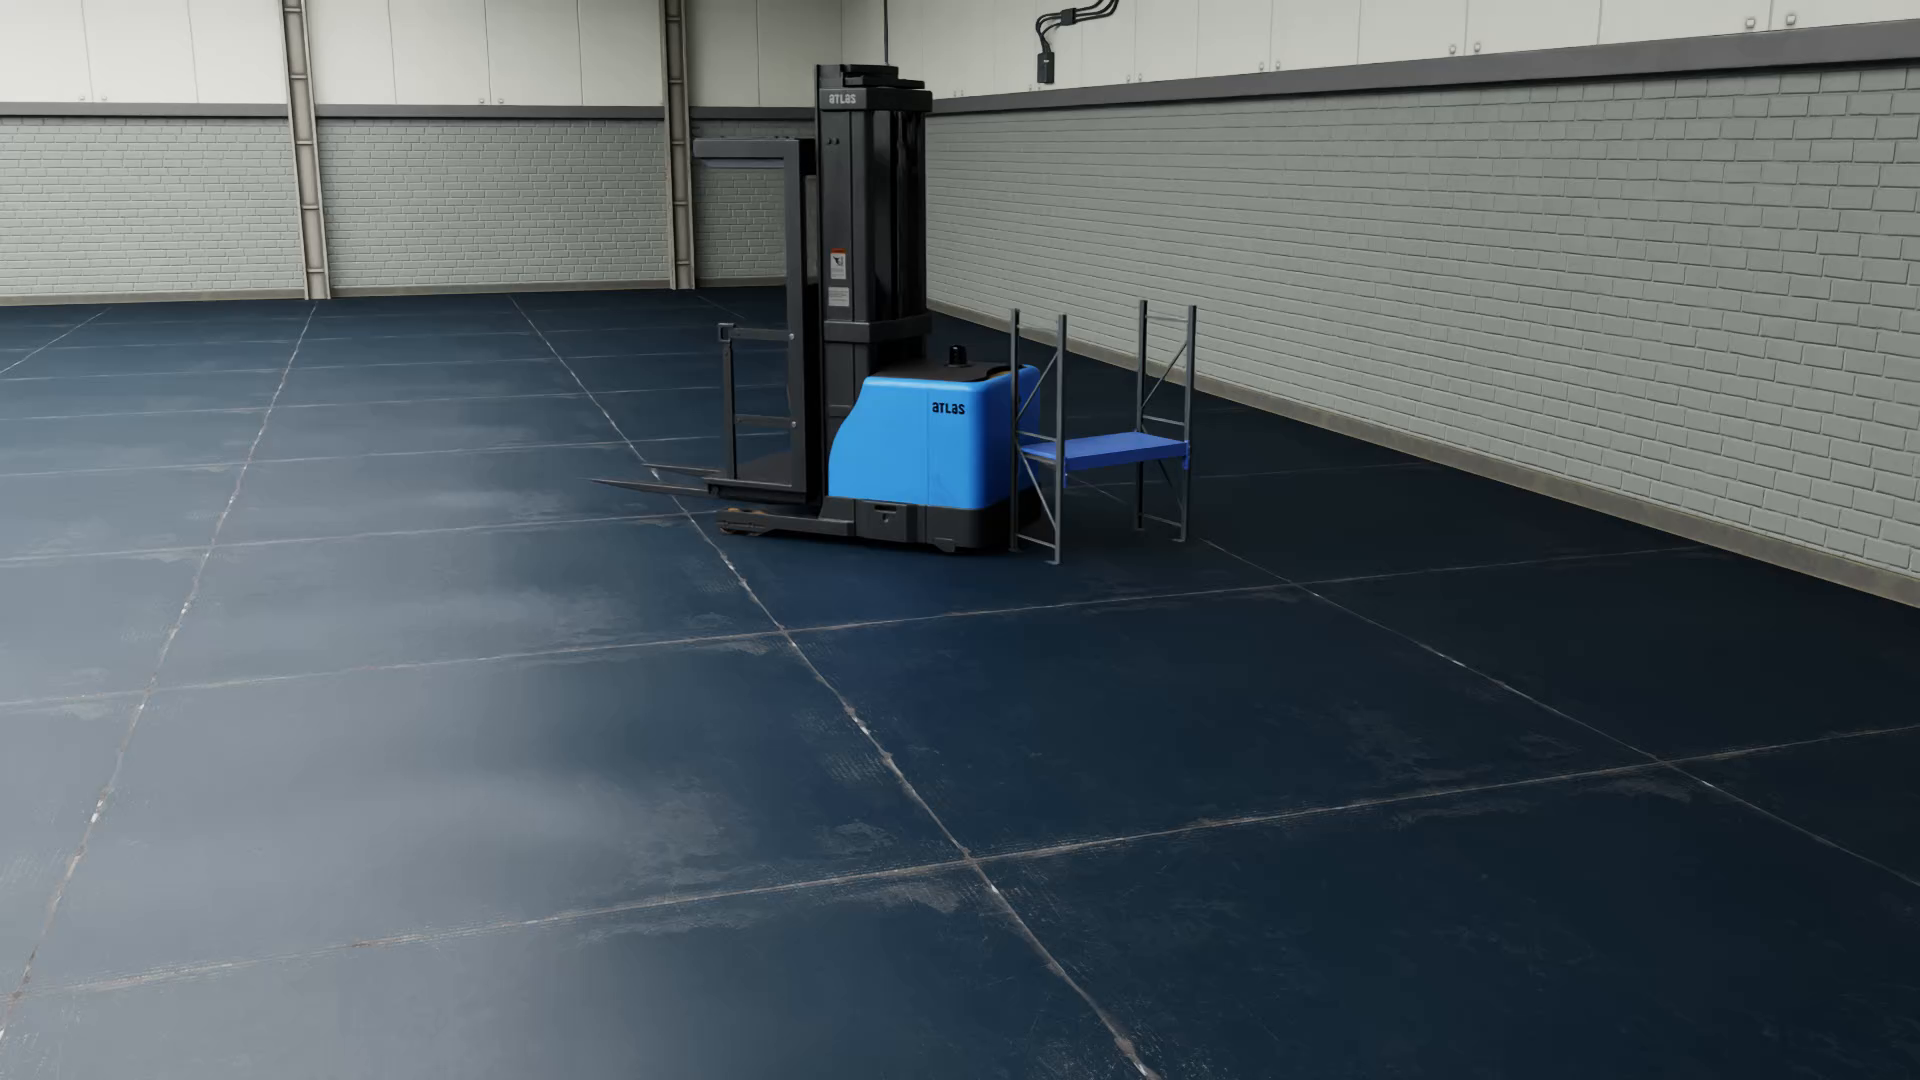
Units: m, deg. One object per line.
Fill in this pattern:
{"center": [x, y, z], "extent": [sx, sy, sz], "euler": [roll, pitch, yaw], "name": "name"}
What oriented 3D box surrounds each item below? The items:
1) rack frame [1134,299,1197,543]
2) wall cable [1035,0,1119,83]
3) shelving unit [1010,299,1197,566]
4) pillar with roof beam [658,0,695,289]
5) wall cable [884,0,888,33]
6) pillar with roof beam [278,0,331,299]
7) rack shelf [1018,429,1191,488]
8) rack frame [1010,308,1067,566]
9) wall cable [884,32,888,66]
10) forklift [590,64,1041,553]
{"center": [1.300, -0.758, 10.590], "extent": [0.032, 1.500, 0.500], "euler": [-9, 16, -34], "name": "rack frame"}
{"center": [1.351, -8.299, 18.735], "extent": [0.169, 6.003, 2.305], "euler": [-4, 14, -18], "name": "wall cable"}
{"center": [0.883, -0.691, 10.308], "extent": [1.048, 1.500, 0.538], "euler": [-9, 16, -34], "name": "shelving unit"}
{"center": [-3.503, -7.856, 24.223], "extent": [0.400, 9.000, 9.100], "euler": [-4, 14, -18], "name": "pillar with roof beam"}
{"center": [-0.799, -9.080, 25.168], "extent": [0.112, 2.526, 3.097], "euler": [-4, 14, -18], "name": "wall cable"}
{"center": [-9.190, -7.413, 22.361], "extent": [0.400, 9.000, 9.100], "euler": [-4, 14, -18], "name": "pillar with roof beam"}
{"center": [0.883, -0.516, 10.349], "extent": [1.000, 0.185, 0.538], "euler": [-9, 16, -34], "name": "rack shelf"}
{"center": [0.465, -0.624, 10.025], "extent": [0.032, 1.500, 0.500], "euler": [-9, 16, -34], "name": "rack frame"}
{"center": [-1.662, -7.217, 28.247], "extent": [0.112, 2.526, 3.097], "euler": [-4, 14, -18], "name": "wall cable"}
{"center": [-1.031, -1.552, 10.833], "extent": [3.031, 2.935, 1.130], "euler": [6, 15, 23], "name": "forklift"}
